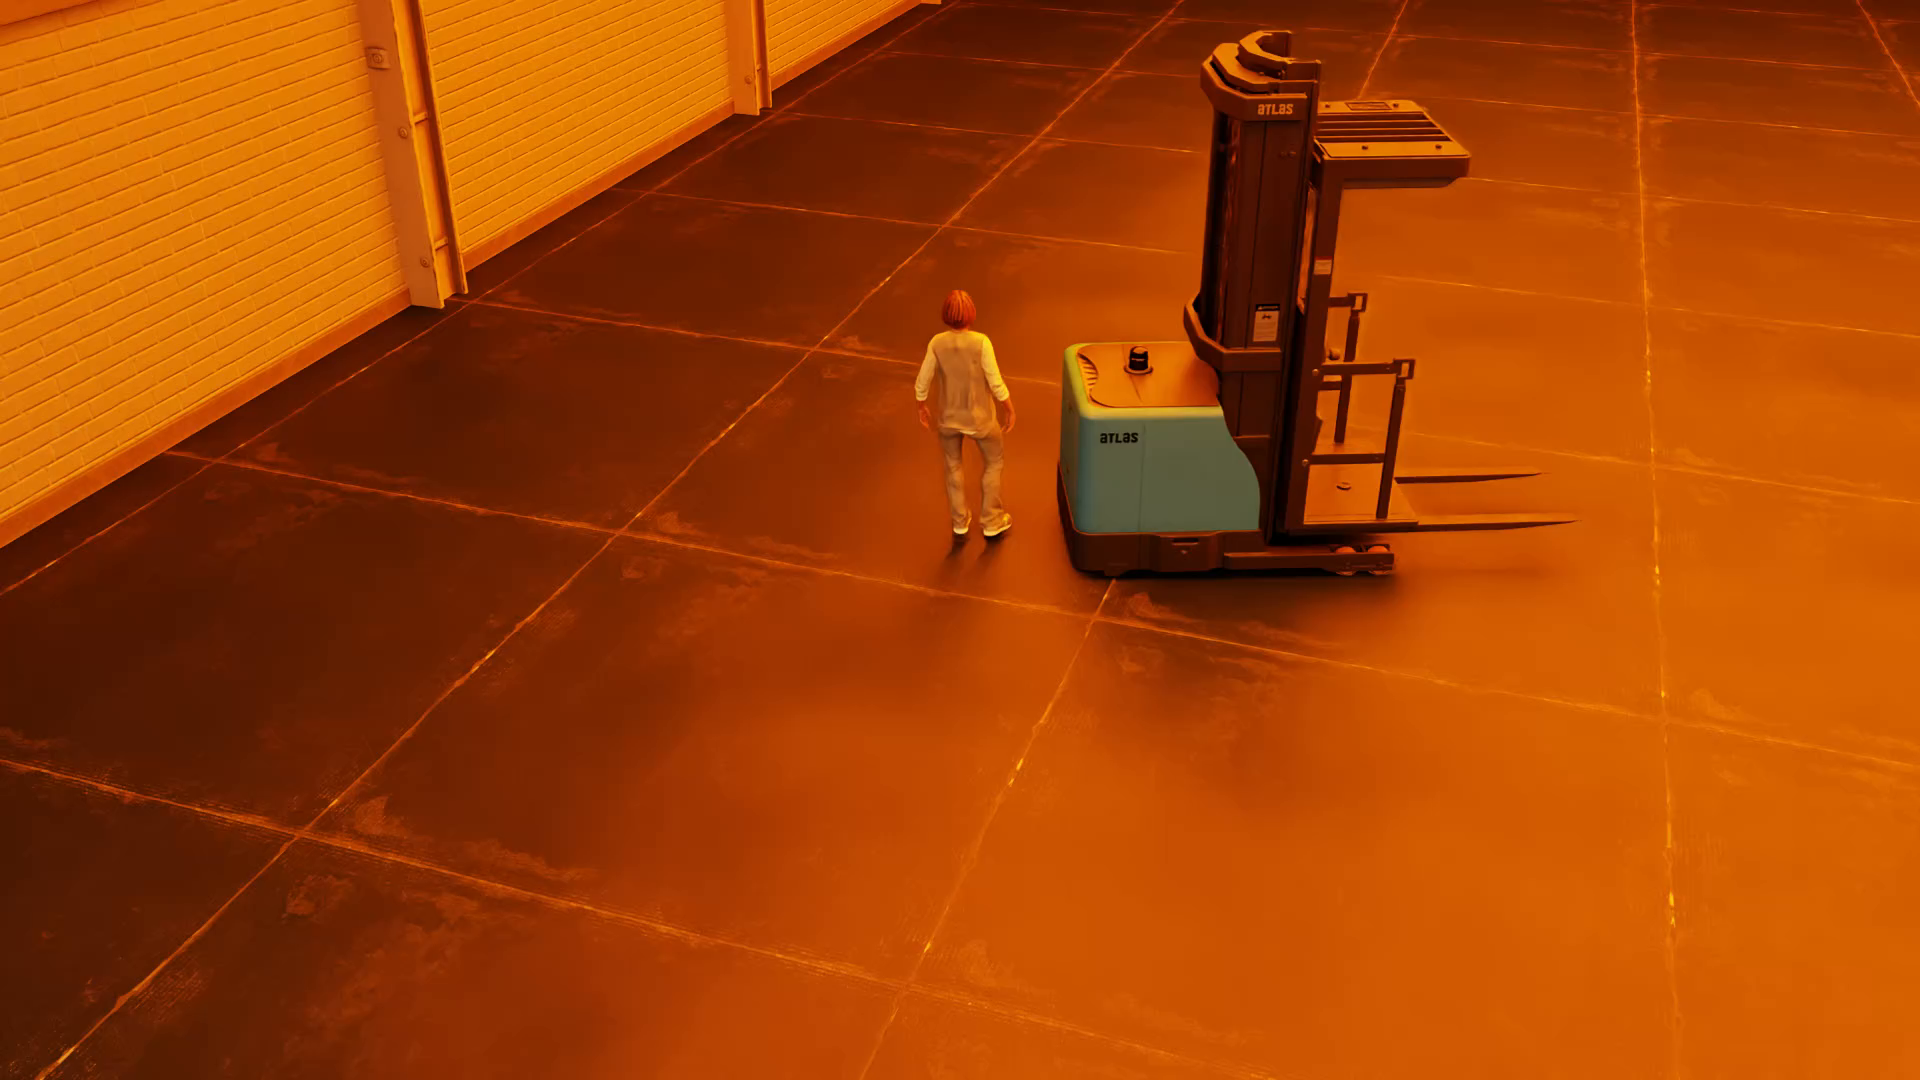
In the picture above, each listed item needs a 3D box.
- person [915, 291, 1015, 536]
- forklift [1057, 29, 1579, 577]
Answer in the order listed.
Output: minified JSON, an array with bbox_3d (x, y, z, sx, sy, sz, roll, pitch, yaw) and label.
[{"bbox_3d":[0.043,-0.734,9.815,0.583,1.559,0.391,7,30,13],"label":"person"},{"bbox_3d":[2.141,-1.326,9.463,3.031,2.935,1.130,-1,30,-2],"label":"forklift"}]
